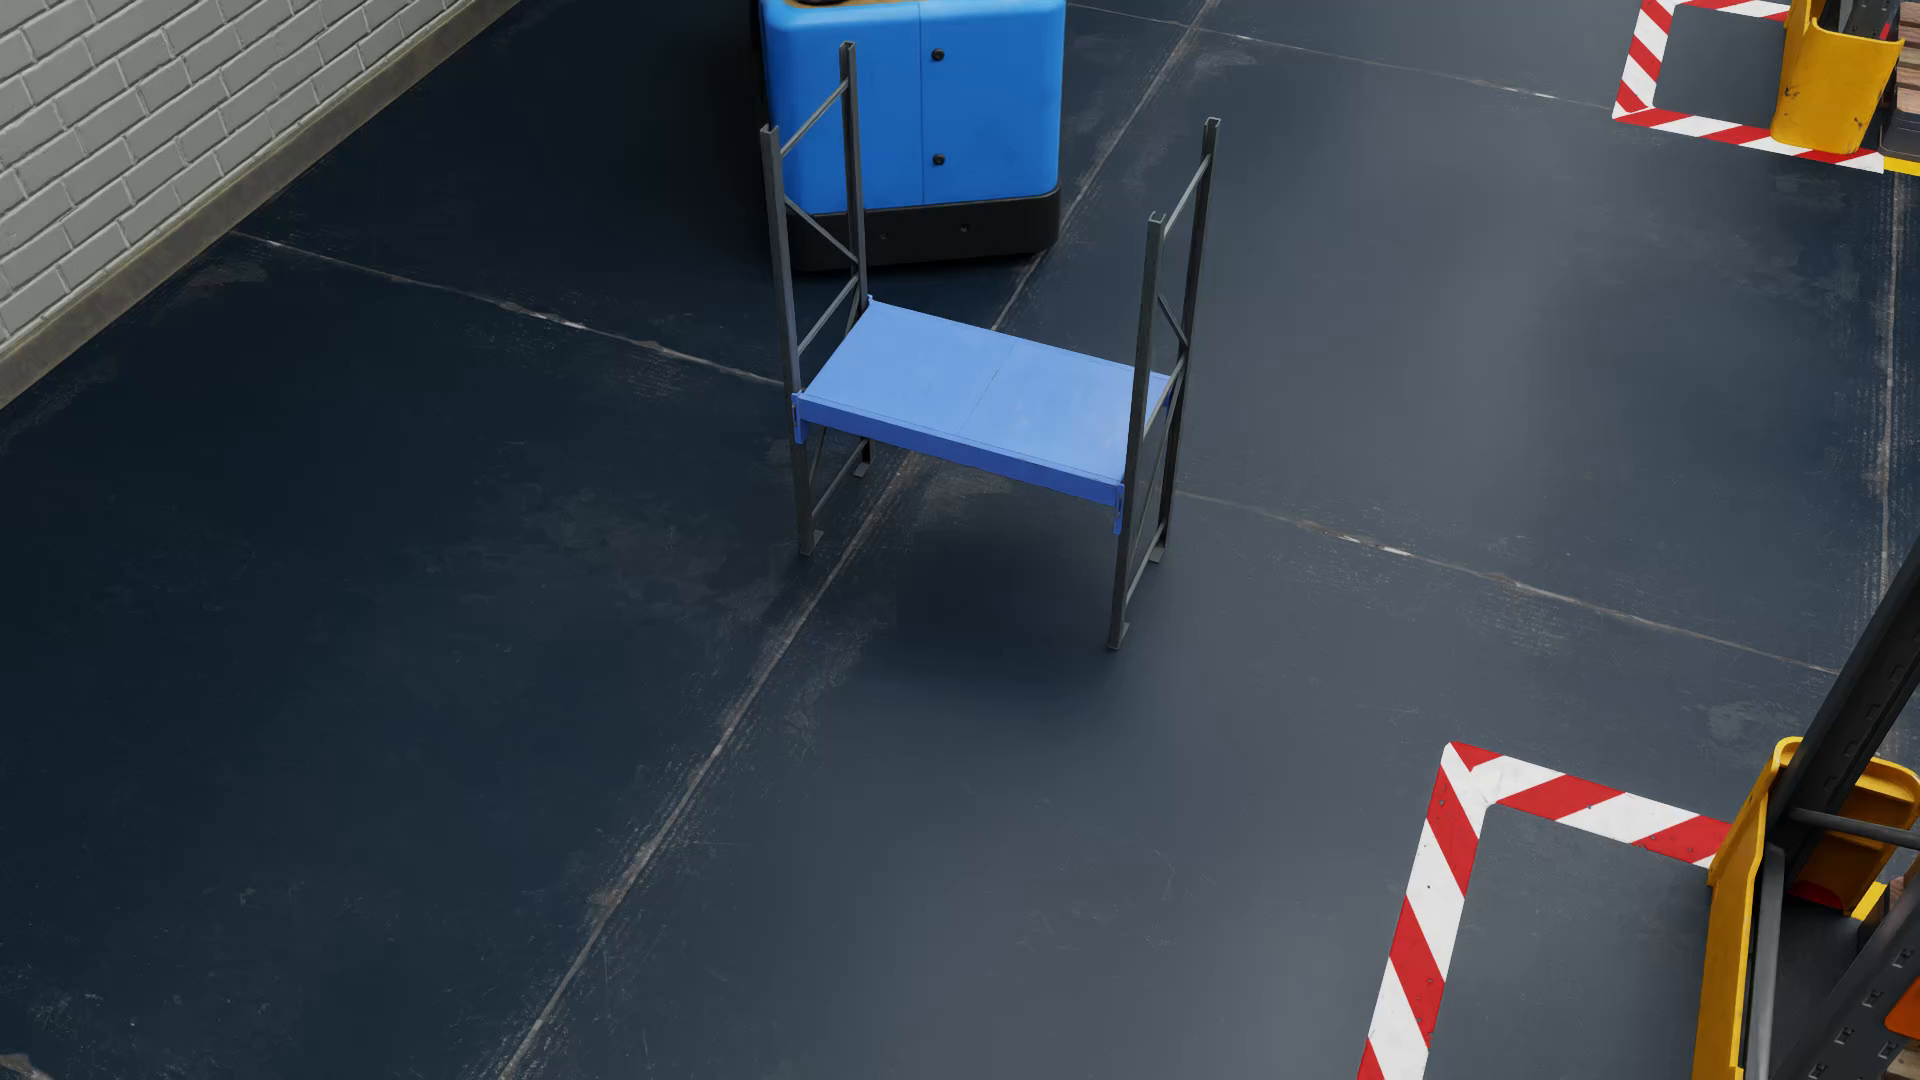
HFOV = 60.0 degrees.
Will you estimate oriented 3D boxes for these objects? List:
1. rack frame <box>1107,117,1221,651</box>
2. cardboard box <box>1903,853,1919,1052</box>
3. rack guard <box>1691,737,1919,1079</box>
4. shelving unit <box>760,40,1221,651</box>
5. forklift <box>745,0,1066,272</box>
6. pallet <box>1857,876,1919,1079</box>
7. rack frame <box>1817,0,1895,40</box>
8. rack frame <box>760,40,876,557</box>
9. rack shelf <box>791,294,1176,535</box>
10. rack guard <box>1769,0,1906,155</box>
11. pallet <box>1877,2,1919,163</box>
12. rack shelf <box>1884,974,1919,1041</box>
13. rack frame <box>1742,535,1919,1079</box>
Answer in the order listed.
[{"bbox_3d":[0.548,-0.370,4.559,0.032,1.500,0.500,16,47,16],"label":"rack frame"},{"bbox_3d":[2.461,0.881,3.698,0.500,0.500,0.500,16,47,16],"label":"cardboard box"},{"bbox_3d":[1.934,1.070,3.820,0.348,0.500,1.175,16,47,16],"label":"rack guard"},{"bbox_3d":[0.079,-0.509,4.698,1.048,1.500,0.538,16,47,16],"label":"shelving unit"},{"bbox_3d":[-0.352,-3.079,6.267,1.130,2.935,3.031,-6,45,-6],"label":"forklift"},{"bbox_3d":[2.671,1.389,3.705,1.213,0.211,1.003,16,47,16],"label":"pallet"},{"bbox_3d":[3.775,-3.060,6.199,0.127,3.000,1.000,16,47,16],"label":"rack frame"},{"bbox_3d":[-0.390,-0.647,4.836,0.032,1.500,0.500,16,47,16],"label":"rack frame"},{"bbox_3d":[0.079,-0.381,4.825,1.000,0.185,0.538,16,47,16],"label":"rack shelf"},{"bbox_3d":[3.748,-2.172,7.078,0.348,0.500,1.175,16,47,16],"label":"rack guard"},{"bbox_3d":[4.521,-1.822,6.932,1.213,0.211,1.003,16,47,16],"label":"pallet"},{"bbox_3d":[3.710,0.962,2.667,4.000,0.370,1.077,16,47,16],"label":"rack shelf"},{"bbox_3d":[1.864,0.163,2.959,0.127,3.000,1.000,16,47,16],"label":"rack frame"}]
